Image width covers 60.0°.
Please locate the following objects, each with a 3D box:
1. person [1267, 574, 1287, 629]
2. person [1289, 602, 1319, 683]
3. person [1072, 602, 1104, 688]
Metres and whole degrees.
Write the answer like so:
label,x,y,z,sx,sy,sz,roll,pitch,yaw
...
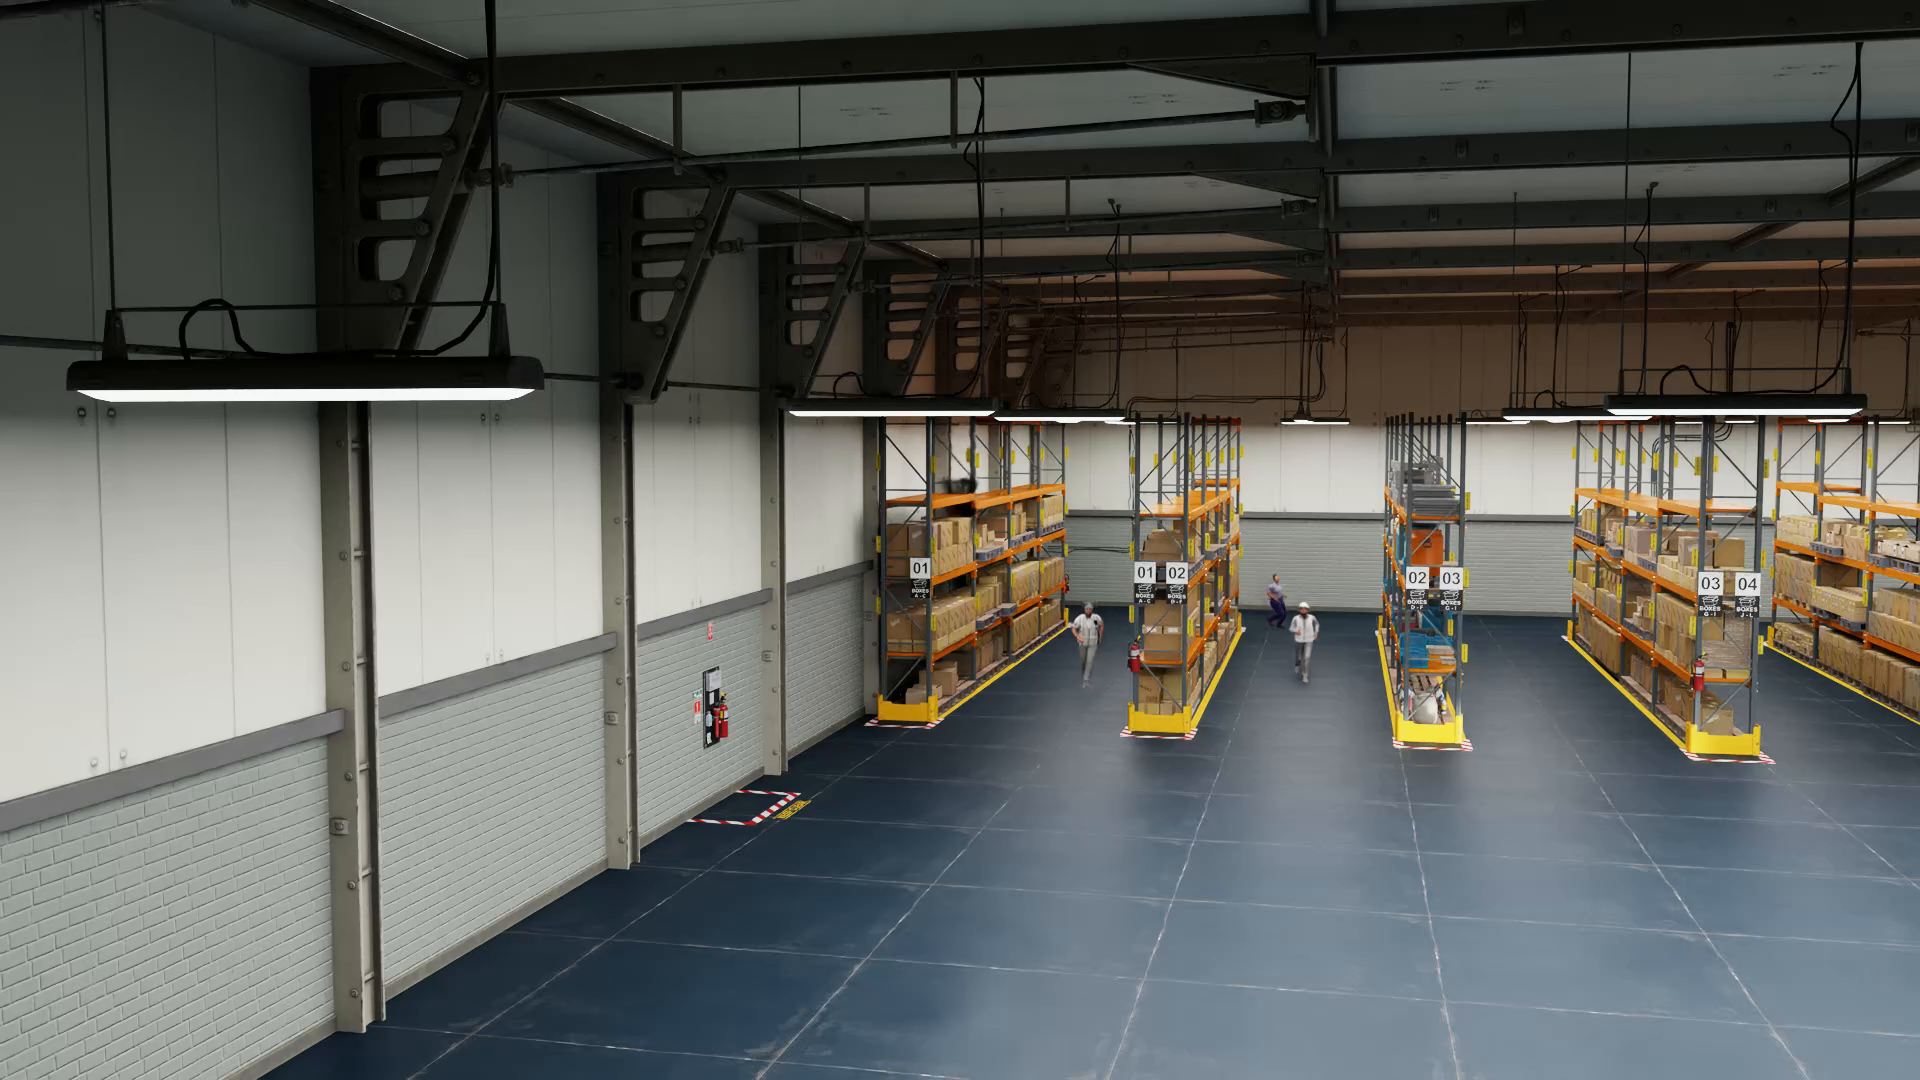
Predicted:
label,x,y,z,sx,sy,sz,roll,pitch,yaw
person,8.997,1.763,47.298,0.532,1.546,0.609,3,5,40
person,7.797,2.294,37.675,0.669,1.779,0.949,1,4,10
person,2.707,2.195,35.185,0.687,1.787,0.841,0,4,3
